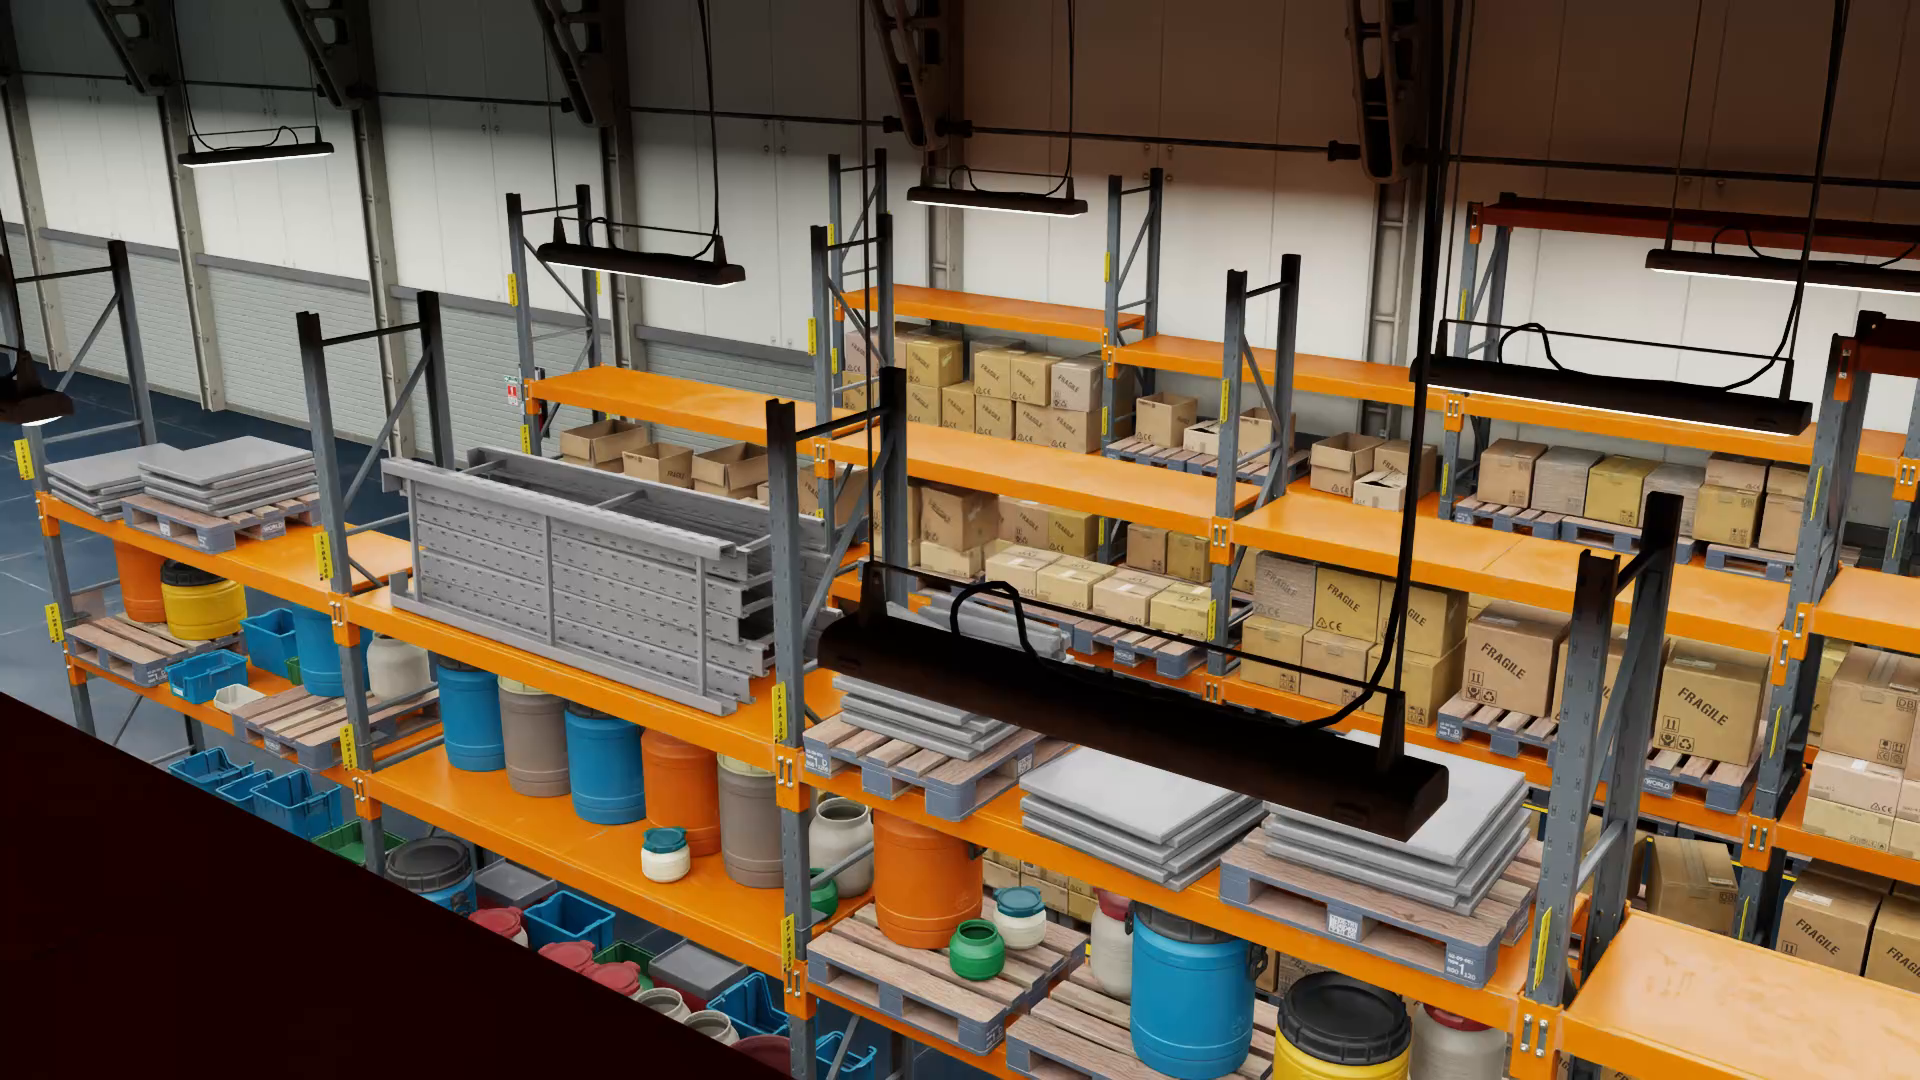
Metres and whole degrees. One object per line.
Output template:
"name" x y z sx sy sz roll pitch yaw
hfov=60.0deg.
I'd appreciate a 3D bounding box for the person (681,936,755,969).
"person" -2.023 2.731 14.151 0.566 1.741 0.902 -11 21 -29
